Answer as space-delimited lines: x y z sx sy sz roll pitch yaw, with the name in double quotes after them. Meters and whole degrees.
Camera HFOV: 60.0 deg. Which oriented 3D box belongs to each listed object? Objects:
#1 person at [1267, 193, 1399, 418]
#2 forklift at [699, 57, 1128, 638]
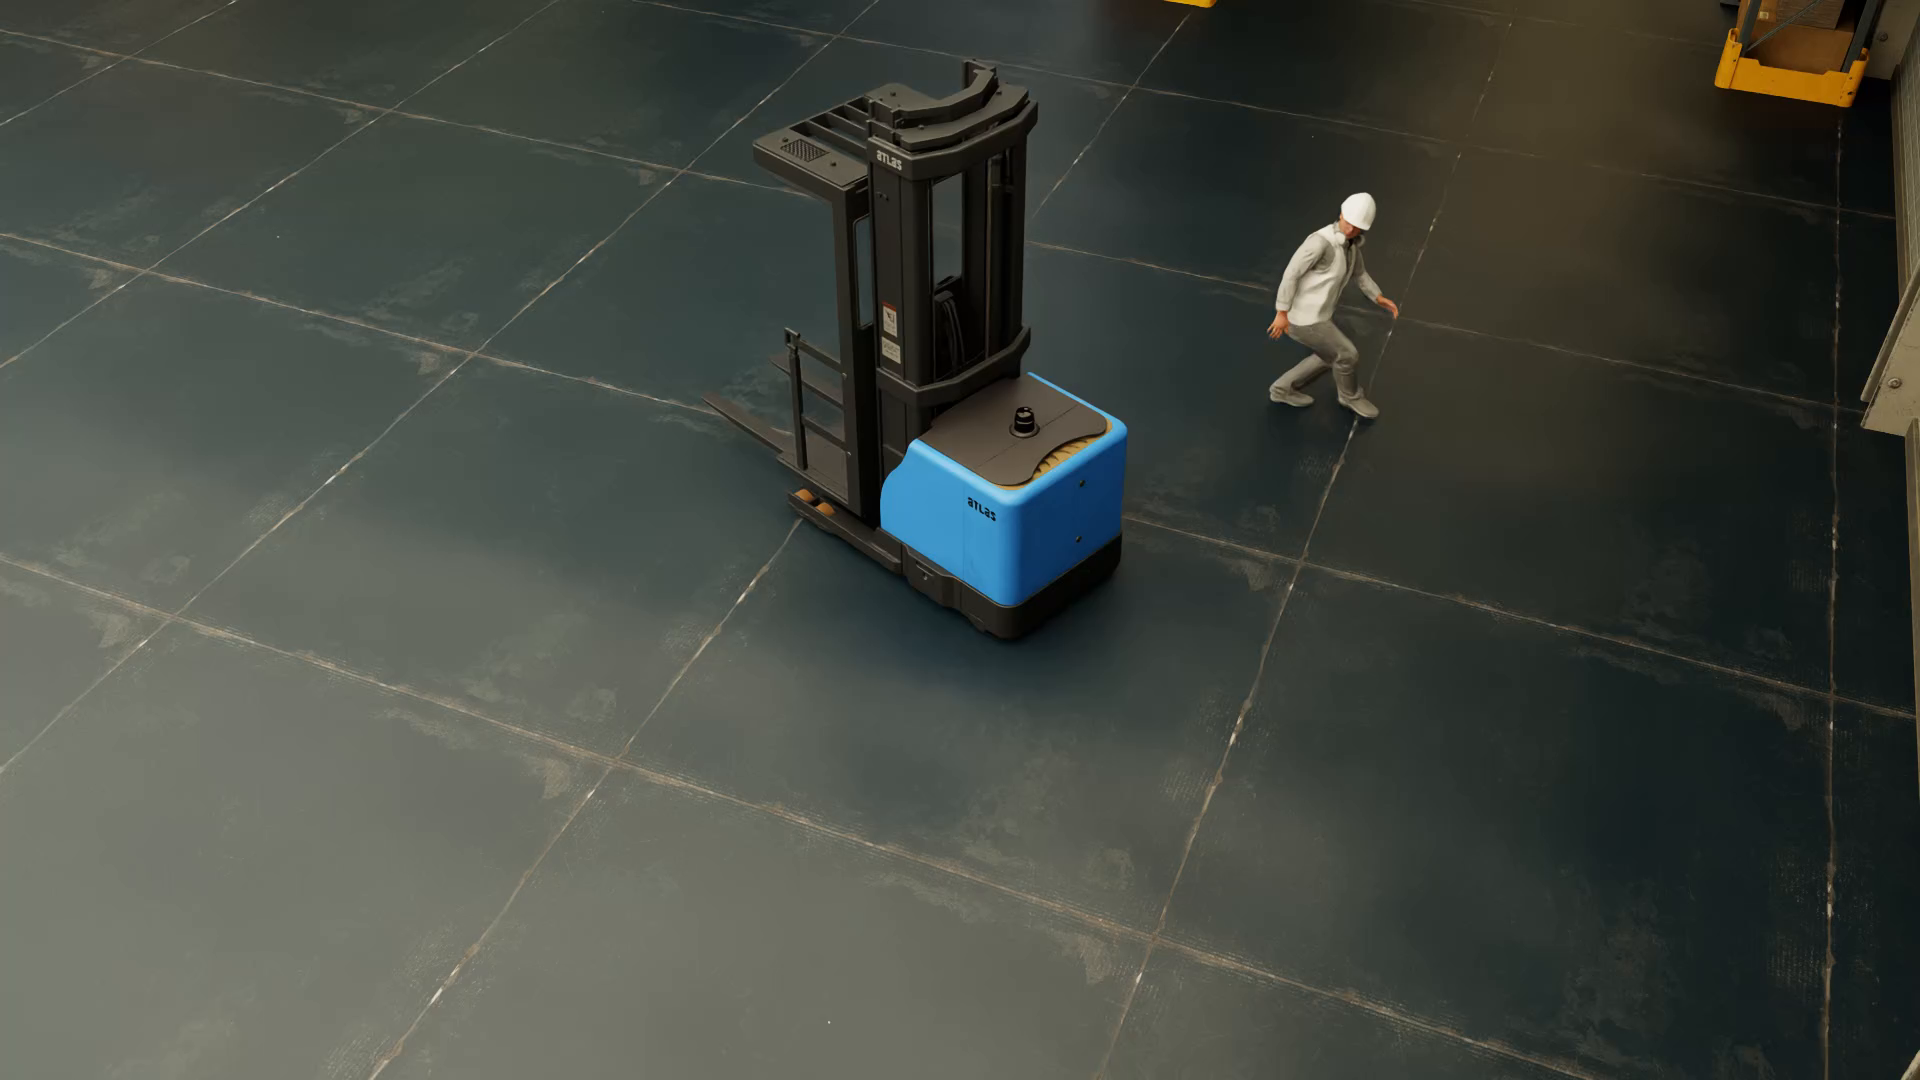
2.442 -1.447 10.789 0.763 1.601 0.748 14 42 16 "person"
-0.434 -1.399 9.678 3.031 2.935 1.130 32 50 33 "forklift"
